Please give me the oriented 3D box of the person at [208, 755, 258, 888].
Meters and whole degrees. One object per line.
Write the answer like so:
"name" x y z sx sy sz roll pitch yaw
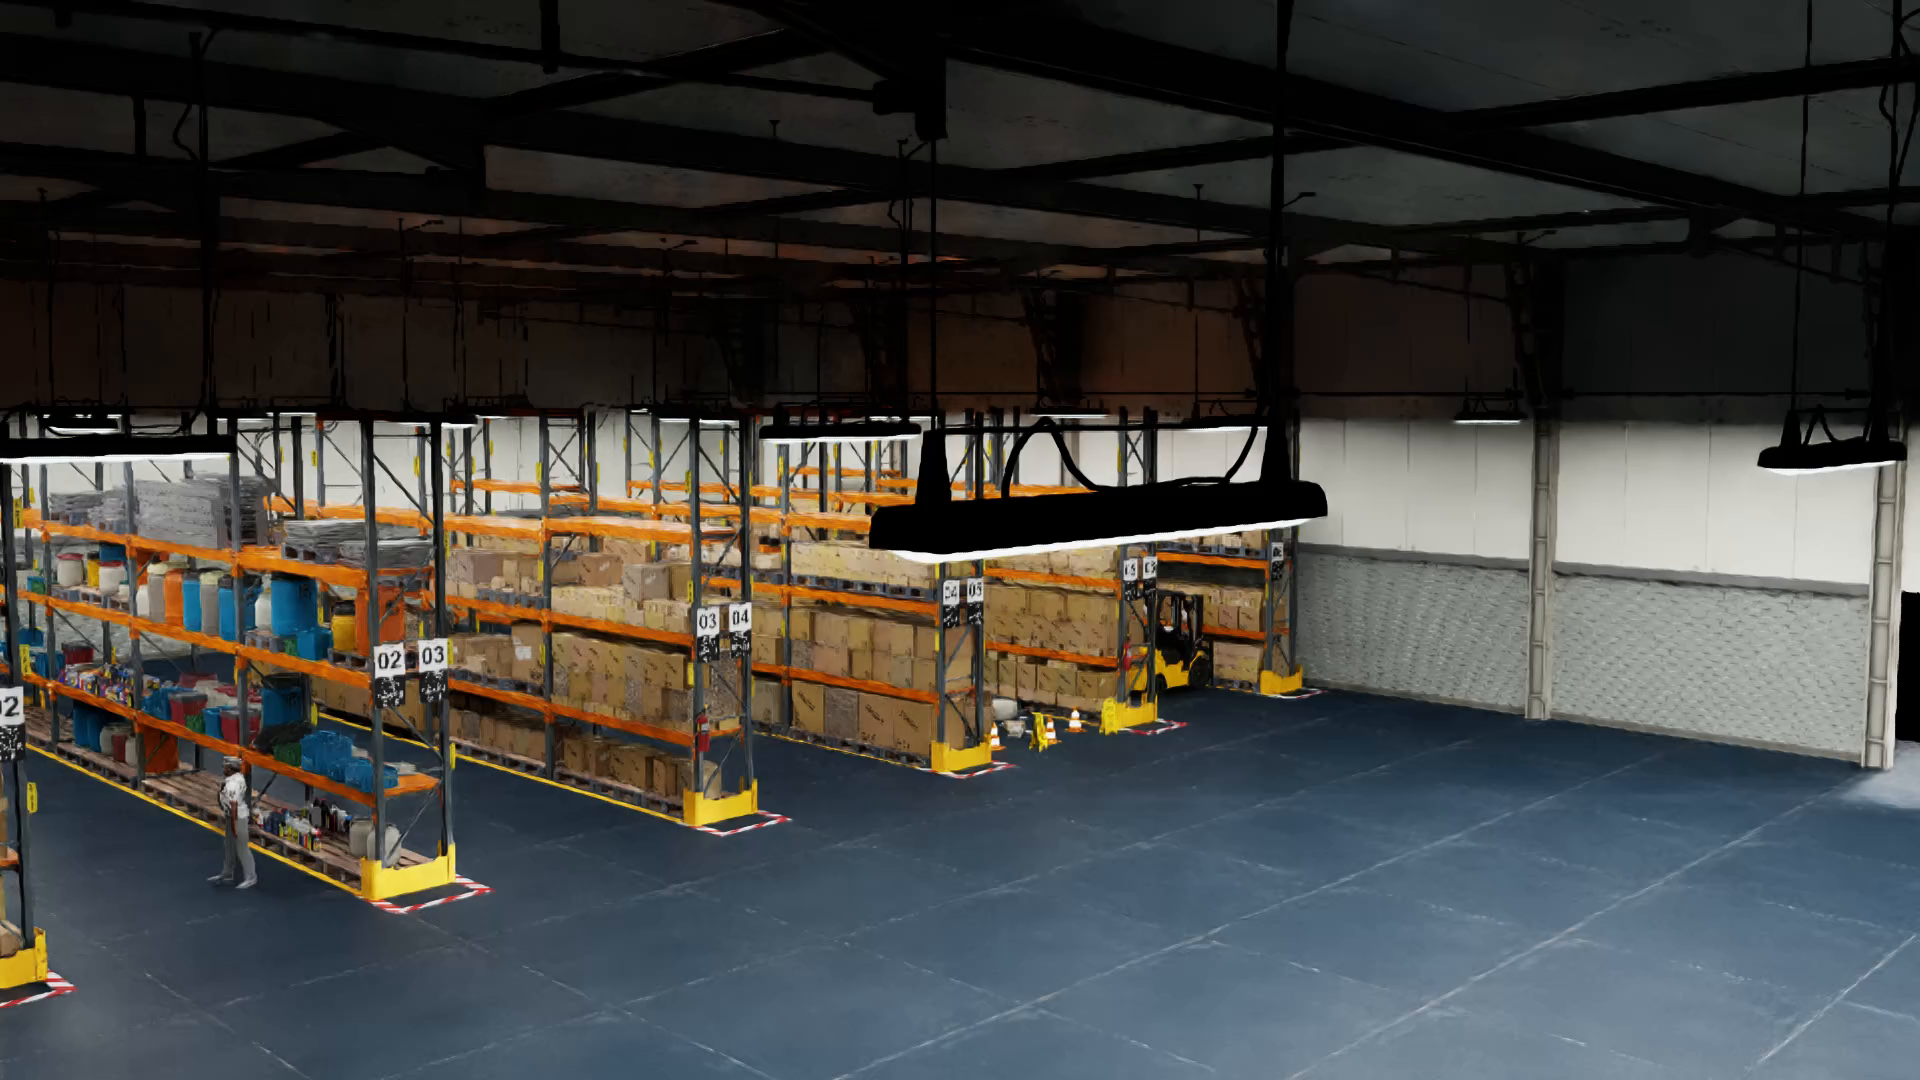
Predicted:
"person" -9.381 3.593 21.386 0.597 1.667 0.658 -2 5 -20
